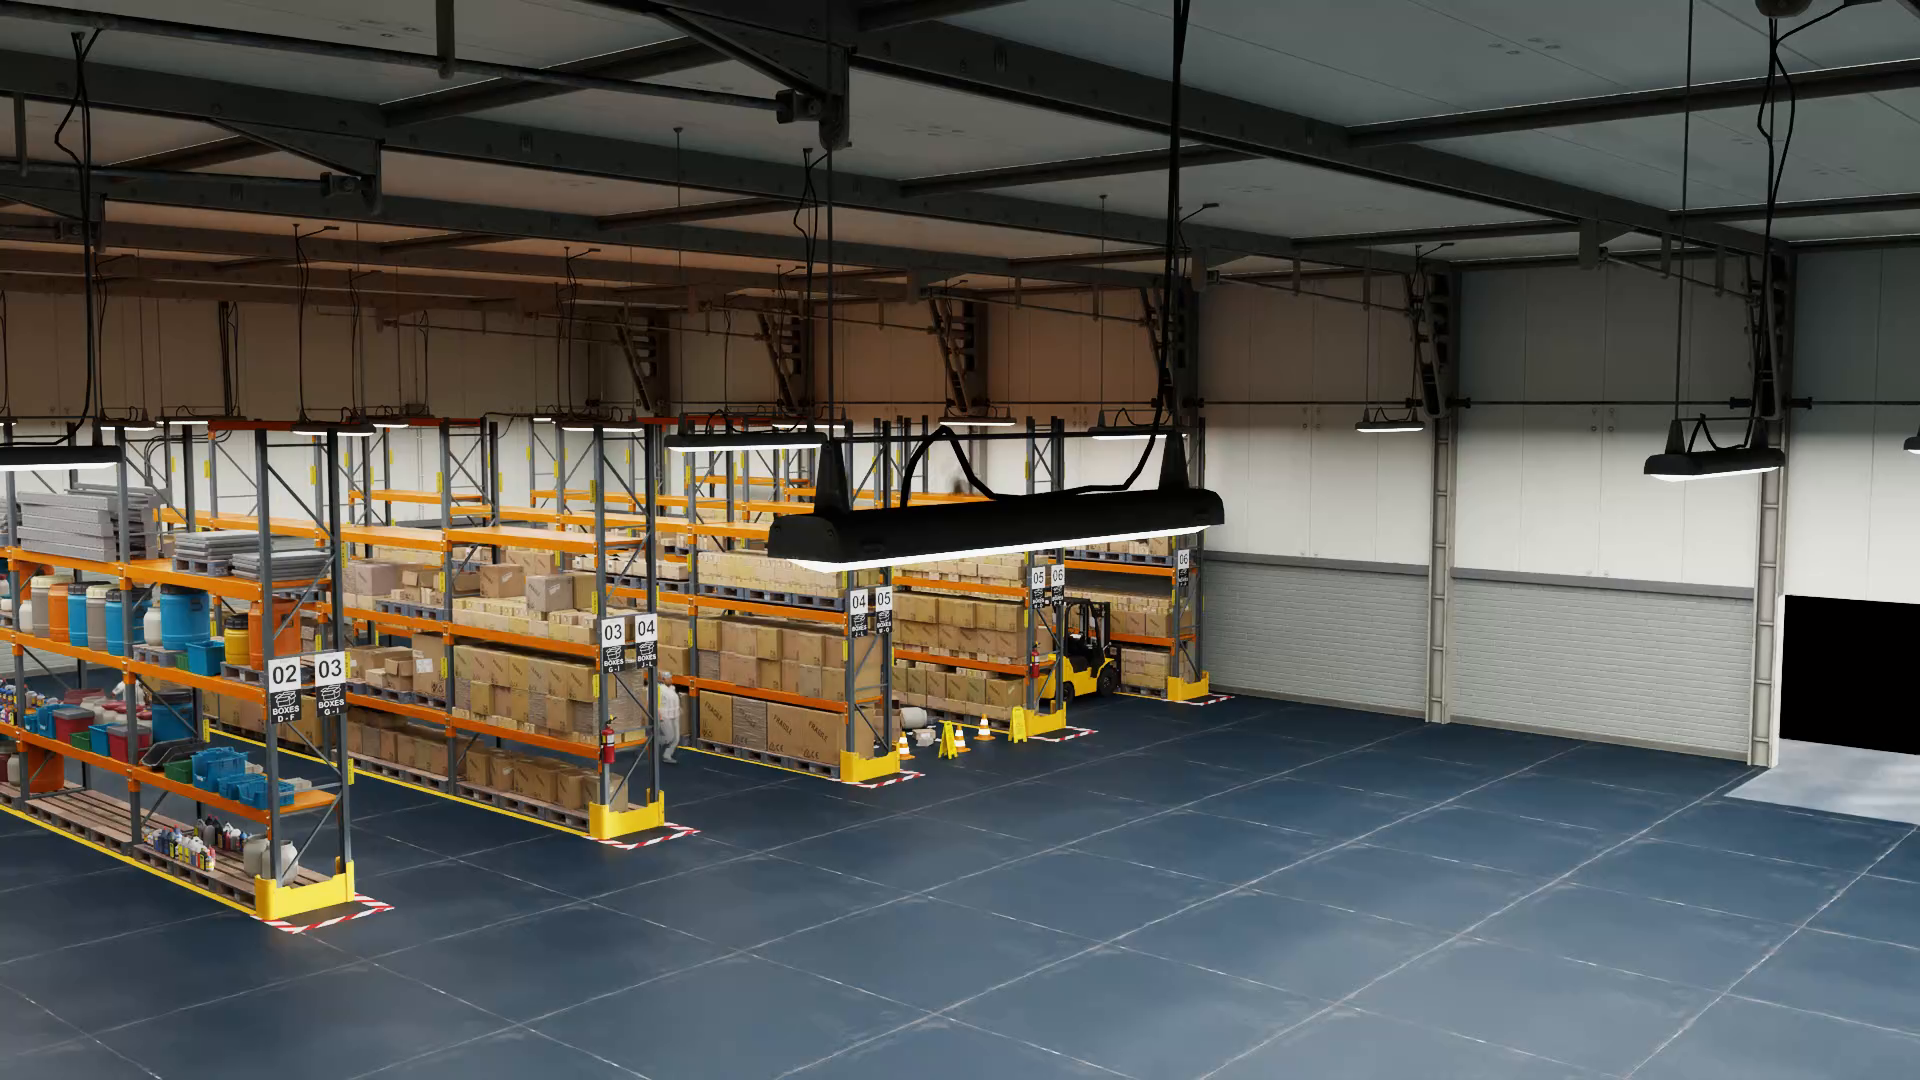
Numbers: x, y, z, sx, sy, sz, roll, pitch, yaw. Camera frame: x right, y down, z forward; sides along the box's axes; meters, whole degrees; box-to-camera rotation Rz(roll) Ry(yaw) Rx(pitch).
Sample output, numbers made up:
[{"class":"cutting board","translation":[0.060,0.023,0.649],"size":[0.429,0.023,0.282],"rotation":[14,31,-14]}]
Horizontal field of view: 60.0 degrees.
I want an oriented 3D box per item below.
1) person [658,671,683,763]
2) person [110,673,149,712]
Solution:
[{"class":"person","translation":[-5.125,3.104,29.151],"size":[0.551,1.614,0.607],"rotation":[3,6,34]},{"class":"person","translation":[-14.561,3.017,29.307],"size":[0.716,1.652,0.542],"rotation":[2,5,27]}]
